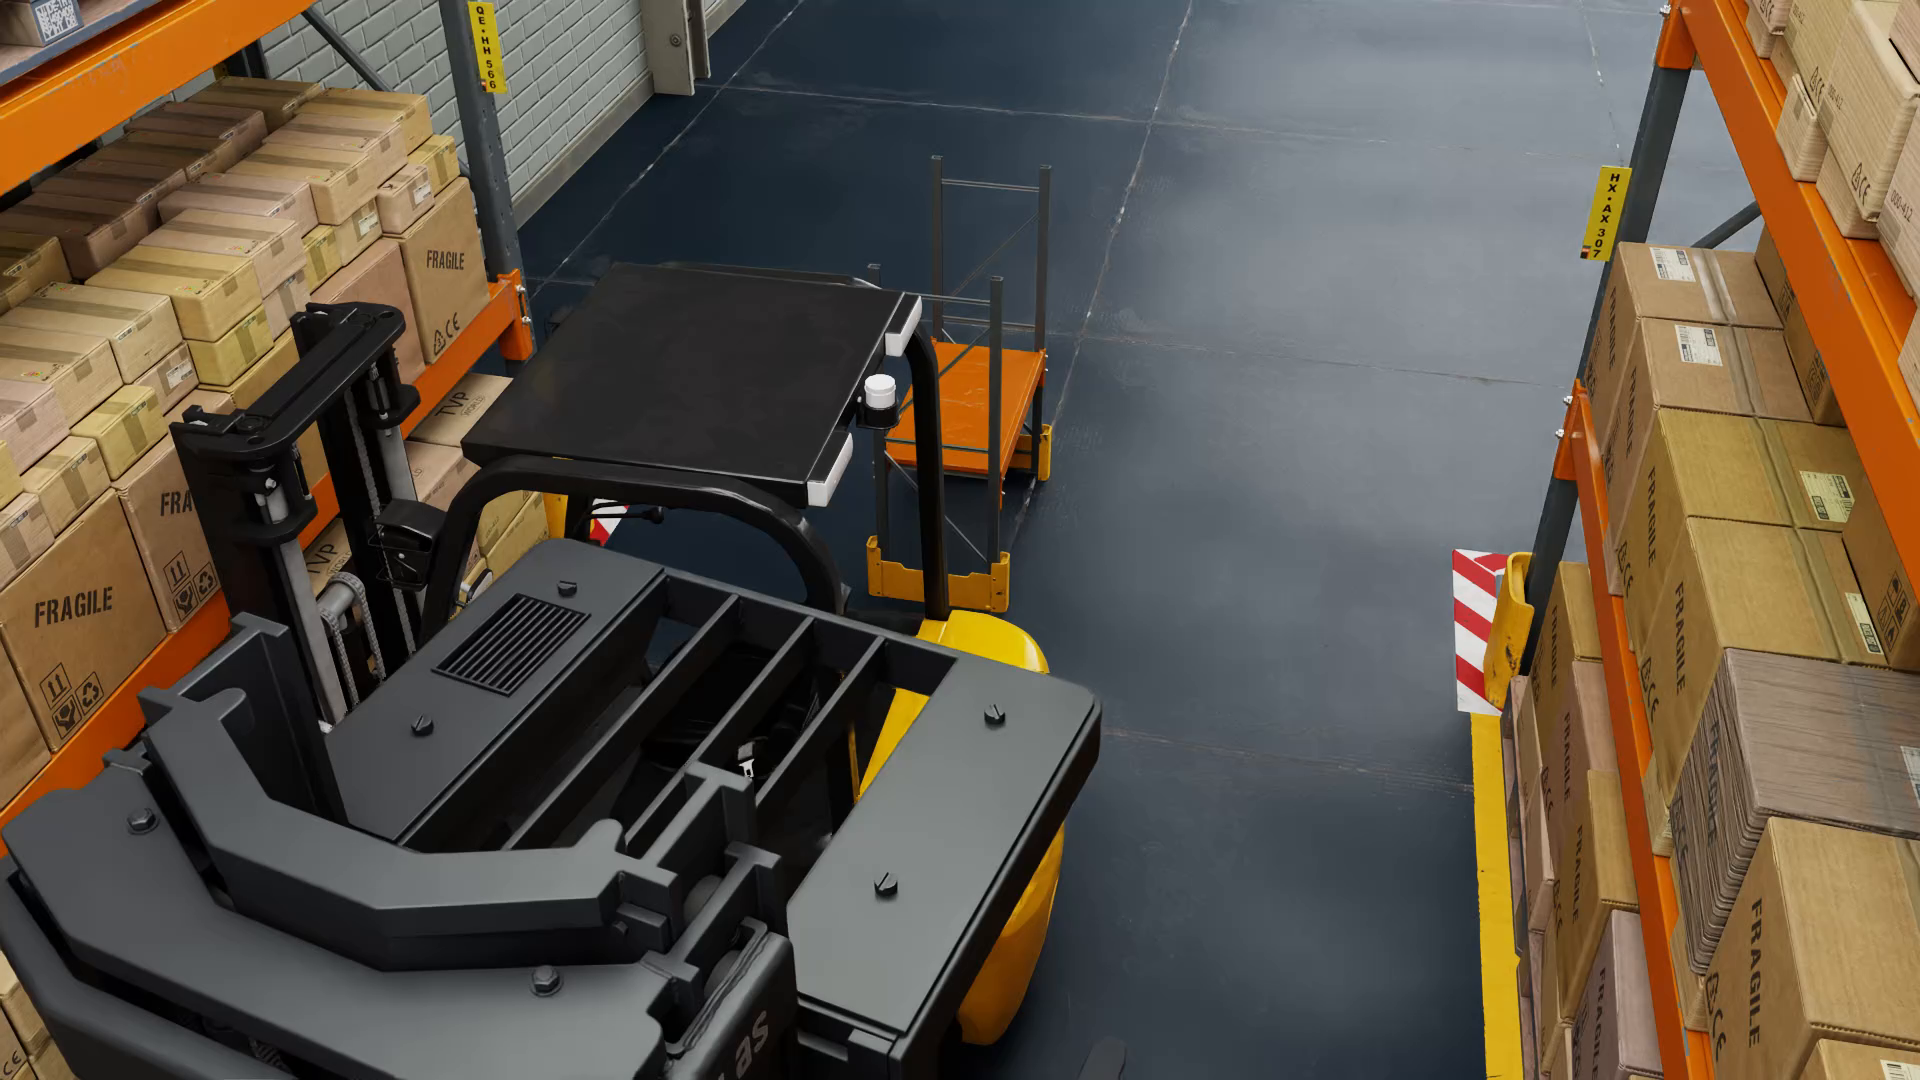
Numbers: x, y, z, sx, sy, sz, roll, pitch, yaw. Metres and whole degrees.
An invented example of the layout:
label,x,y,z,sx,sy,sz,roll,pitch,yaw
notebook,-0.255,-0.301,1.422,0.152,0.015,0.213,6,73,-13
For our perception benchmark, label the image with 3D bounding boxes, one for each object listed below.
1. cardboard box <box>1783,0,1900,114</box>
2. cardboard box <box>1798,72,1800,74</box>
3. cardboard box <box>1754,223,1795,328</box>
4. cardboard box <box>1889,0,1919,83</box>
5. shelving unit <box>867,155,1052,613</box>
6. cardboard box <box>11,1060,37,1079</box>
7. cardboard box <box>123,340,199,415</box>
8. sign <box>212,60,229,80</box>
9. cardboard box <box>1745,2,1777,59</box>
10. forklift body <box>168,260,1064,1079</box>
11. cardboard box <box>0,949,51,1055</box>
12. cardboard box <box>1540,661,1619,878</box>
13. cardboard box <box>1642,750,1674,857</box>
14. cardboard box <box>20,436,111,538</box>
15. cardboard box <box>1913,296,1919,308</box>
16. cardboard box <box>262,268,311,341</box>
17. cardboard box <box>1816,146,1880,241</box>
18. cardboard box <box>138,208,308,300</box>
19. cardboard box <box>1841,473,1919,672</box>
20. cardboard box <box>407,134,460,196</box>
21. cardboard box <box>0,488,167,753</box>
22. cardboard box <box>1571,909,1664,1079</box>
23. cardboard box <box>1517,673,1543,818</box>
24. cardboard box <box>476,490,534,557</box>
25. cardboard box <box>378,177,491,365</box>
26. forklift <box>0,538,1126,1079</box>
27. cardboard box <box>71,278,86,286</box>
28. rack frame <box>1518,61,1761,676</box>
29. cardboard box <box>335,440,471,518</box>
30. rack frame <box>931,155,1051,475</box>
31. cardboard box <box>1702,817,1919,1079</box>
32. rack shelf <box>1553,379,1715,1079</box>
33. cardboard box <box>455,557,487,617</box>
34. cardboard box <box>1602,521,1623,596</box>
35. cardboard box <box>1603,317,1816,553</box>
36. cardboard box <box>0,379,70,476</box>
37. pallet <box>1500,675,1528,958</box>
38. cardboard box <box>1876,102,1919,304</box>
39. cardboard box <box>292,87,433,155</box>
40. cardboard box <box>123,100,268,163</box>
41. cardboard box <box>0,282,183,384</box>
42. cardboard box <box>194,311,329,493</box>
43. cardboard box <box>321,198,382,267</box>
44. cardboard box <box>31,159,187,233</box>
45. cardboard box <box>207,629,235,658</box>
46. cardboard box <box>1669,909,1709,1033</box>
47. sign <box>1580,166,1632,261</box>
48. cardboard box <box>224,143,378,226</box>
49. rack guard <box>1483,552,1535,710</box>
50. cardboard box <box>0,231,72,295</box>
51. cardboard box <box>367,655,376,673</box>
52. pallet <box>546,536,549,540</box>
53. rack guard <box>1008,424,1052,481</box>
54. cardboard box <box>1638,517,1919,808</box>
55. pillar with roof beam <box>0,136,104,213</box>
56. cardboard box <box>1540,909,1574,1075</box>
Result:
label,x,y,z,sx,sy,sz,roll,pitch,yaw
cardboard box,2.067,-1.076,3.496,0.500,0.250,0.500,8,37,11
cardboard box,2.109,-0.999,3.731,0.380,0.149,0.250,6,36,9
cardboard box,2.742,-0.889,4.729,0.700,0.500,0.500,6,36,9
cardboard box,1.876,-0.895,2.908,0.380,0.149,0.250,8,37,11
shelving unit,0.016,-0.651,6.870,0.587,1.500,1.083,7,37,10
cardboard box,-2.661,1.532,4.139,0.500,0.250,0.500,7,37,10
cardboard box,-2.404,-0.462,4.693,0.380,0.149,0.250,7,37,10
sign,-2.753,-1.719,6.260,0.100,0.325,0.005,7,37,10
cardboard box,2.191,-1.297,4.142,0.380,0.149,0.250,8,37,11
forklift body,-0.835,0.396,4.870,2.313,2.155,1.214,7,37,10
cardboard box,-2.537,1.039,4.394,0.500,0.250,0.500,7,37,10
cardboard box,2.084,0.738,5.021,0.500,0.500,0.500,6,36,8
cardboard box,1.872,0.652,4.009,0.380,0.149,0.250,8,37,10
cardboard box,-2.440,-0.153,4.267,0.380,0.149,0.250,6,36,8
cardboard box,1.925,-0.408,2.915,0.380,0.149,0.250,8,37,11
cardboard box,-2.228,-0.741,5.079,0.380,0.149,0.250,6,36,8
cardboard box,1.961,-0.709,3.330,0.380,0.149,0.250,6,36,9
cardboard box,-2.207,-0.860,4.988,0.380,0.149,0.250,8,37,11
cardboard box,2.376,-0.025,3.538,0.700,0.500,0.500,7,37,10
cardboard box,-2.012,-1.332,5.894,0.380,0.149,0.250,8,37,11
cardboard box,-2.514,0.177,4.365,0.500,0.500,0.500,7,37,10
cardboard box,1.863,1.333,4.202,0.500,0.500,0.500,9,37,12
cardboard box,2.195,0.728,5.675,0.500,0.250,0.500,7,37,10
cardboard box,-2.011,-0.204,6.535,0.500,0.250,0.500,7,36,9
cardboard box,-2.061,-0.988,5.973,0.500,0.500,0.500,7,36,9
forklift,-0.441,1.191,3.109,1.130,2.935,3.031,15,38,19
cardboard box,-2.828,-0.830,5.202,0.380,0.149,0.250,8,37,10
rack frame,2.638,-0.643,5.581,1.000,3.000,0.127,7,37,10
cardboard box,-2.109,-0.128,6.004,0.500,0.250,0.500,8,37,11
rack frame,0.127,-0.948,7.279,0.500,1.500,0.032,7,37,10
cardboard box,1.739,0.907,3.103,0.500,0.500,0.500,9,37,12
rack shelf,2.211,0.795,4.210,1.077,0.370,4.000,7,37,10
cardboard box,-2.119,0.273,6.302,0.500,0.250,0.500,7,37,10
cardboard box,2.088,0.056,4.831,0.380,0.149,0.250,8,37,11
cardboard box,2.158,-0.270,4.728,0.500,0.500,0.500,8,37,11
cardboard box,-2.511,-0.287,4.199,0.380,0.149,0.250,7,37,10
pallet,2.414,0.991,5.703,1.003,0.211,1.213,7,37,10
cardboard box,1.845,-0.491,2.690,0.500,0.250,0.500,7,36,9
cardboard box,-2.083,-1.455,5.810,0.380,0.149,0.250,7,37,10
cardboard box,-2.610,-1.376,5.701,0.380,0.149,0.250,9,37,12
cardboard box,-2.405,-0.575,4.596,0.380,0.149,0.250,8,37,11
cardboard box,-2.290,-0.398,5.158,0.500,0.500,0.500,7,36,9
cardboard box,-2.153,-1.041,5.492,0.380,0.149,0.250,8,37,11
cardboard box,-2.691,-1.082,5.295,0.380,0.149,0.250,8,37,10
cardboard box,-2.323,0.452,5.203,0.500,0.250,0.500,7,36,9
cardboard box,1.768,0.947,3.602,0.380,0.149,0.250,7,36,9
sign,2.108,-1.061,5.421,0.100,0.325,0.005,7,37,10
cardboard box,-2.134,-1.156,5.398,0.380,0.149,0.250,8,37,11
rack guard,2.622,0.413,6.255,1.175,0.500,0.348,7,37,10
cardboard box,-2.875,-0.790,4.892,0.380,0.149,0.250,6,36,9
cardboard box,-2.218,0.381,5.728,0.500,0.250,0.500,7,36,9
pallet,-2.334,0.310,6.643,1.003,0.211,1.213,7,37,10
rack guard,0.123,-0.430,7.631,0.587,0.250,0.087,7,37,10
cardboard box,1.950,0.315,3.921,0.500,0.500,0.500,7,36,9
pillar with roof beam,0.964,-2.866,3.537,9.100,9.000,0.400,7,37,10
cardboard box,1.975,1.334,4.838,0.500,0.250,0.500,10,37,13
